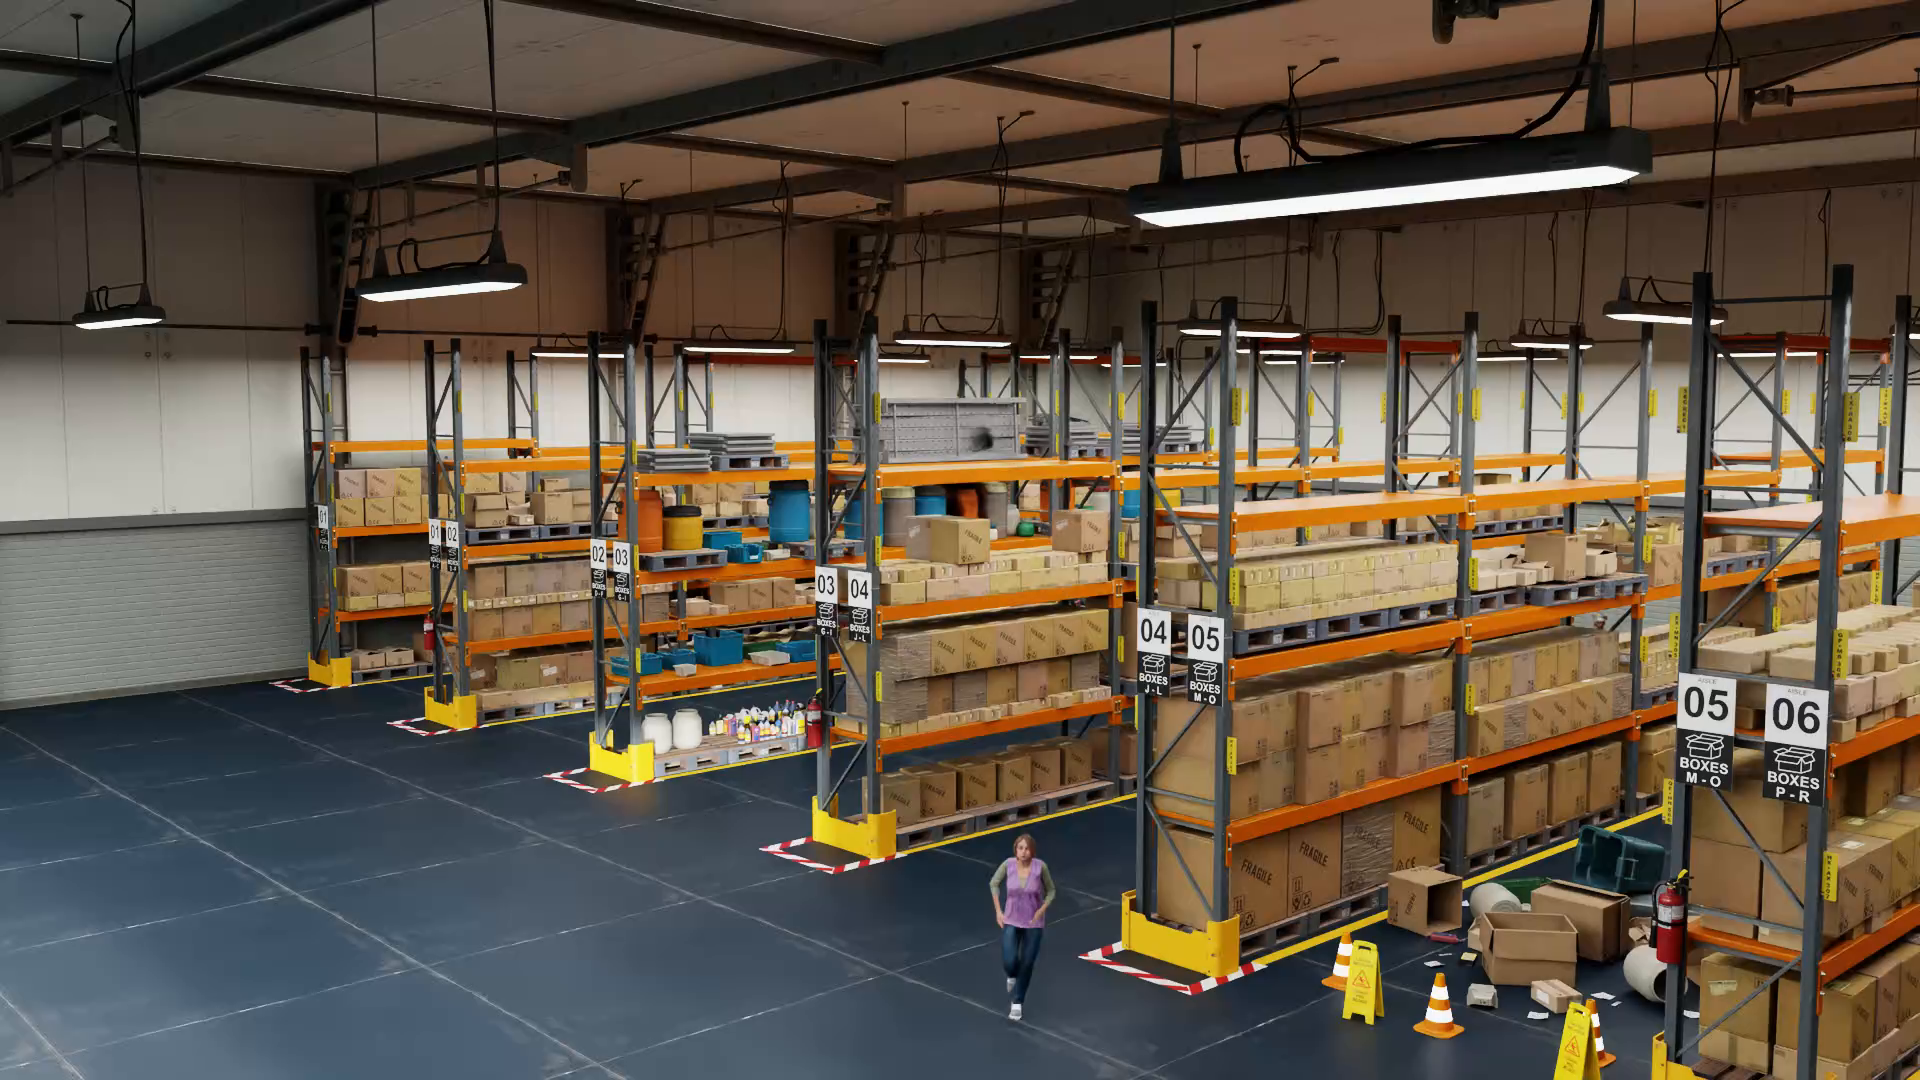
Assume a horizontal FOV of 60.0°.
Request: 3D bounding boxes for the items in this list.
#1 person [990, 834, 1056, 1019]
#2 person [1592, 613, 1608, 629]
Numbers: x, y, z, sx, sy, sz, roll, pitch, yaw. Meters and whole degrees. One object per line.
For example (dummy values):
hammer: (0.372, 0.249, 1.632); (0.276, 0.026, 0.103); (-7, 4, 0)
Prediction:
person: (0.517, 3.195, 13.775); (0.549, 1.544, 0.526); (0, 5, 3)
person: (10.088, 2.013, 26.232); (0.558, 1.742, 0.855); (5, 7, 43)
